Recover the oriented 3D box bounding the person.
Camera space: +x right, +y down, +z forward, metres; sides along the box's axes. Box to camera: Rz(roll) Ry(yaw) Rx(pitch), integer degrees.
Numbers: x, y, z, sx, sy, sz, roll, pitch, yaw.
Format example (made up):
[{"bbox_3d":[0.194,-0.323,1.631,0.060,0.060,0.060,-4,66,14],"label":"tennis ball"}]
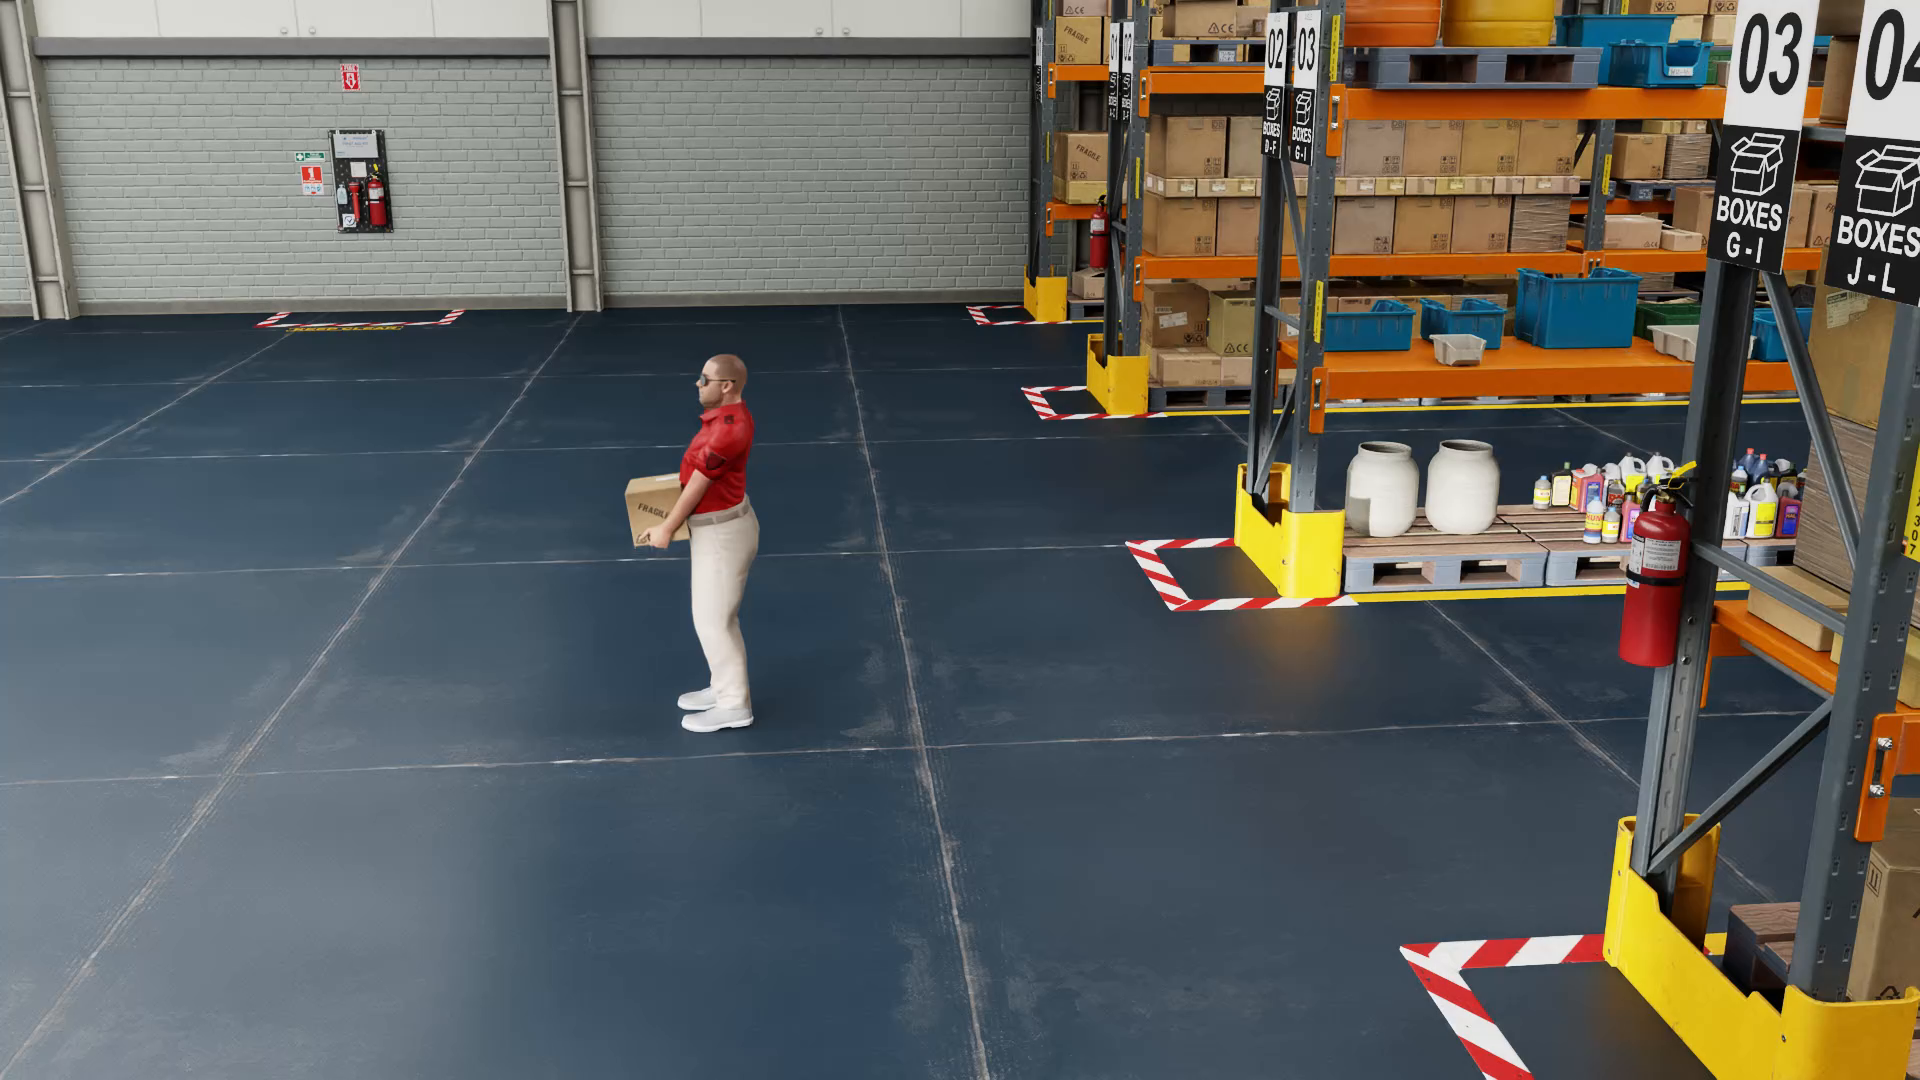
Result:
[{"bbox_3d":[-1.180,0.006,7.569,0.531,1.719,0.494,-1,17,-5],"label":"person"}]
